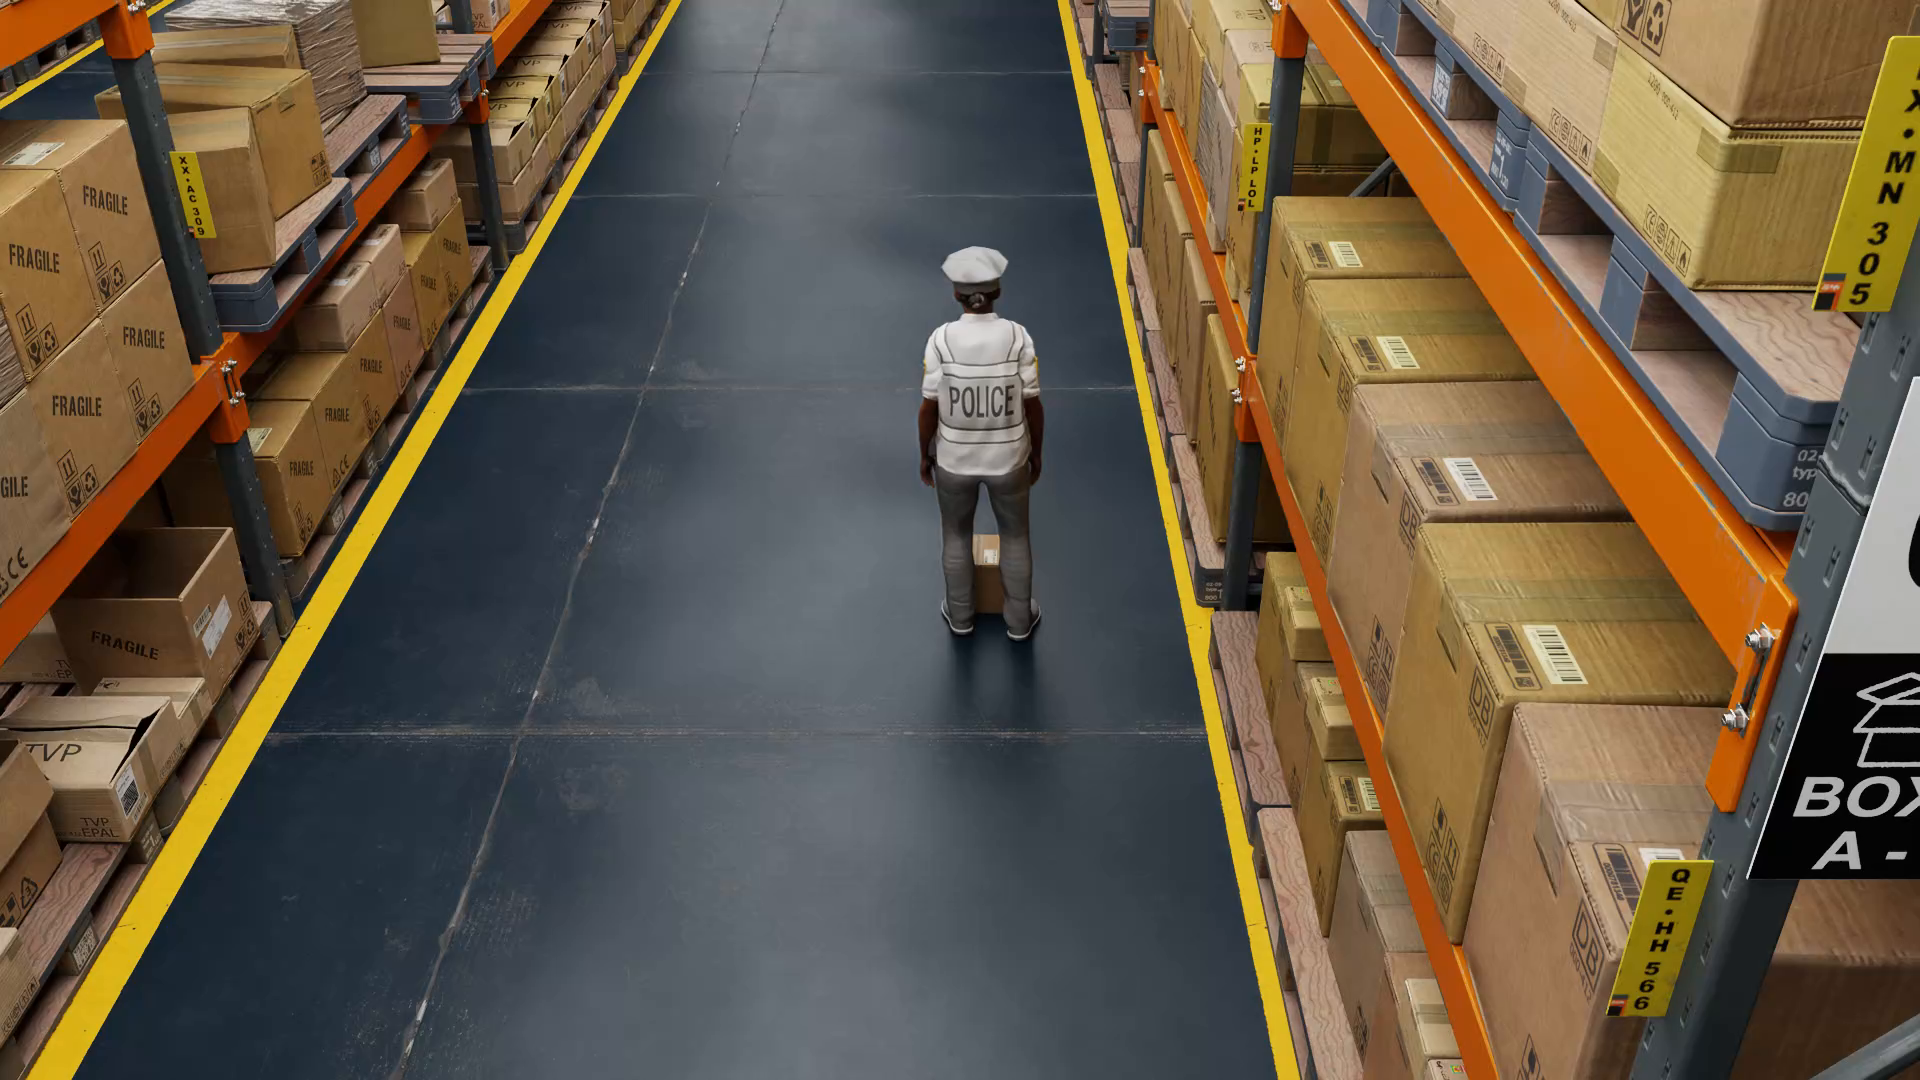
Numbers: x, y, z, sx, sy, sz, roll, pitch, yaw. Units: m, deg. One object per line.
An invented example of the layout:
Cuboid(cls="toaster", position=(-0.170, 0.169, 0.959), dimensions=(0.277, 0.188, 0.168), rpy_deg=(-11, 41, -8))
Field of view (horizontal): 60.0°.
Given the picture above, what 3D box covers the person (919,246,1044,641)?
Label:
Cuboid(cls="person", position=(0.093, -0.335, 6.679), dimensions=(0.513, 1.657, 0.416), rpy_deg=(0, 32, -1))
